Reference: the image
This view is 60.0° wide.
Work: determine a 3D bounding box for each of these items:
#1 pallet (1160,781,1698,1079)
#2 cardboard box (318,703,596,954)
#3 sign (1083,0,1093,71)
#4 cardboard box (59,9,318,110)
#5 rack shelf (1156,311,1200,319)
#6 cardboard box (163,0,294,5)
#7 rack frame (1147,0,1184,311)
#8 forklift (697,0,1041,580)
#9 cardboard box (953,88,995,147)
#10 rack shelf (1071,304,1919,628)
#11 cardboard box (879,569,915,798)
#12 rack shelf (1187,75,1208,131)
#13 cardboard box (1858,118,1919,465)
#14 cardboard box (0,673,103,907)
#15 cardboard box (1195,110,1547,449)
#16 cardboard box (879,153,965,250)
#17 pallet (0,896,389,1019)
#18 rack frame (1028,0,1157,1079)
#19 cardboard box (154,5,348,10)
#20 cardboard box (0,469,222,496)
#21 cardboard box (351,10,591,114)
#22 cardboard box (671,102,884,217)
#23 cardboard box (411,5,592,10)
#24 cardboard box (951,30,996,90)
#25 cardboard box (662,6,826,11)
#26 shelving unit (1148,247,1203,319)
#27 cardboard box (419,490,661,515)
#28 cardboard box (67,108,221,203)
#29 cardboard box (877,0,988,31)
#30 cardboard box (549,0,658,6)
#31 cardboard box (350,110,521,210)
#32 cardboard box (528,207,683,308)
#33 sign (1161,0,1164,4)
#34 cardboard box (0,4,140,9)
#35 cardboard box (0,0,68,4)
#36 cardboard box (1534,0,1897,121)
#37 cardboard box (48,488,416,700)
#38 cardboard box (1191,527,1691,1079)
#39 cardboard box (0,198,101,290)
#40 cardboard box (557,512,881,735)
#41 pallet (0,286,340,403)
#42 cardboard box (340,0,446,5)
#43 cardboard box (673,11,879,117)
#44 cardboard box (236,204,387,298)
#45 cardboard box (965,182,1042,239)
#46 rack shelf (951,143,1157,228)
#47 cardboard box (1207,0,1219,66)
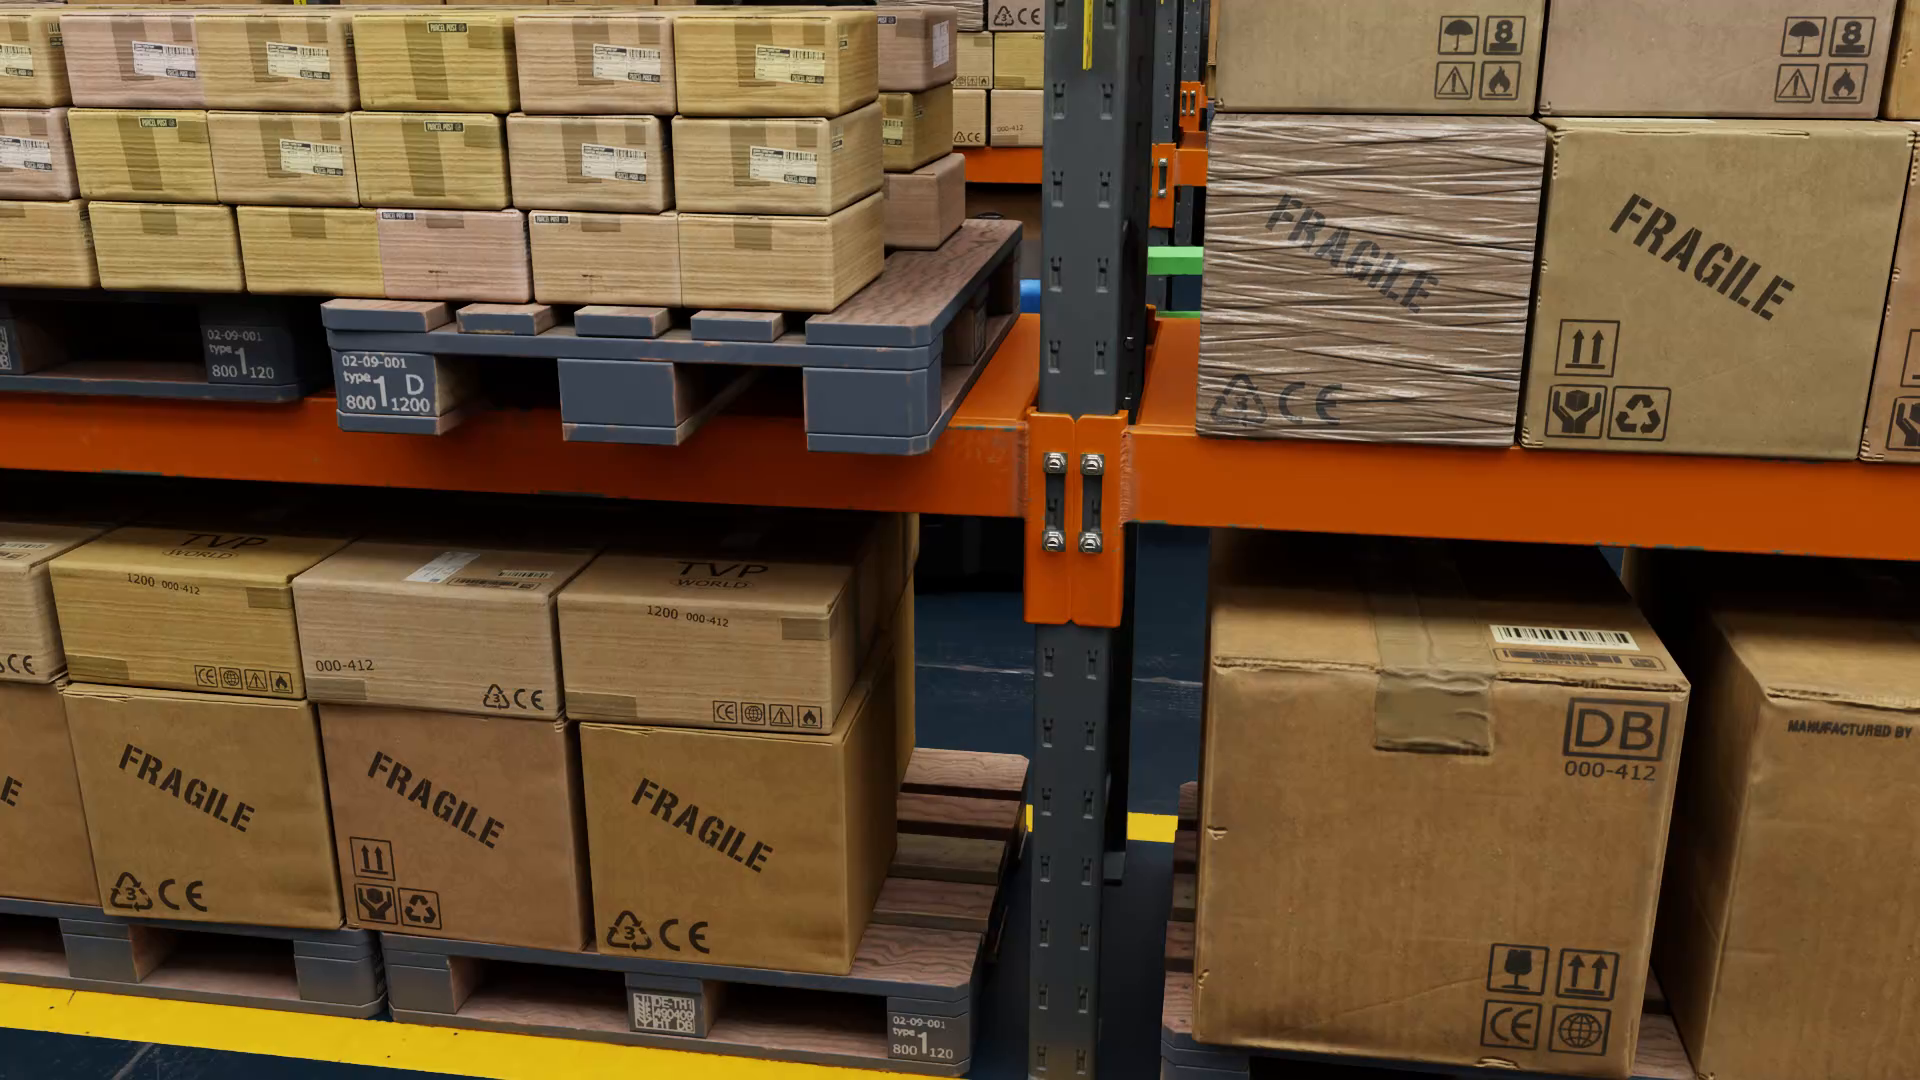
[{"bbox_3d":[1.037,0.855,3.414,1.213,0.211,1.003,3,19,9],"label":"pallet"},{"bbox_3d":[-0.932,0.477,3.427,0.500,0.500,0.500,4,19,11],"label":"cardboard box"},{"bbox_3d":[0.194,-0.871,2.480,0.005,0.325,0.100,3,19,9],"label":"sign"},{"bbox_3d":[-1.293,-0.826,2.842,0.250,0.149,0.380,3,19,9],"label":"cardboard box"},{"bbox_3d":[0.771,-0.756,6.116,0.480,0.148,0.258,0,18,0],"label":"rack shelf"},{"bbox_3d":[-3.503,-2.746,8.050,0.500,0.500,0.500,3,19,8],"label":"cardboard box"},{"bbox_3d":[0.956,-2.086,7.811,0.127,3.000,1.000,3,19,9],"label":"rack frame"},{"bbox_3d":[-1.009,-1.376,5.797,3.031,2.935,1.130,0,19,0],"label":"forklift"},{"bbox_3d":[-0.091,-1.980,7.730,0.500,0.250,0.500,3,19,10],"label":"cardboard box"},{"bbox_3d":[2.245,-0.089,2.974,4.000,0.370,1.077,3,19,9],"label":"rack shelf"},{"bbox_3d":[-0.387,0.340,3.836,0.500,0.500,0.500,2,19,6],"label":"cardboard box"},{"bbox_3d":[3.714,-3.200,12.272,4.000,0.370,1.077,3,19,9],"label":"rack shelf"},{"bbox_3d":[1.672,-0.420,2.675,0.500,0.500,0.500,3,19,9],"label":"cardboard box"},{"bbox_3d":[-1.949,0.423,3.589,0.500,0.500,0.500,3,19,10],"label":"cardboard box"},{"bbox_3d":[0.671,-0.471,2.825,0.500,0.500,0.500,3,19,9],"label":"cardboard box"},{"bbox_3d":[-0.139,-0.696,3.390,0.250,0.149,0.380,3,19,8],"label":"cardboard box"},{"bbox_3d":[-1.702,0.690,3.908,1.213,0.211,1.003,3,19,9],"label":"pallet"},{"bbox_3d":[0.271,-0.530,3.161,0.127,3.000,1.000,3,19,9],"label":"rack frame"},{"bbox_3d":[-1.453,-1.042,3.487,0.250,0.149,0.380,3,19,10],"label":"cardboard box"},{"bbox_3d":[-1.874,-0.091,3.942,0.500,0.250,0.500,2,19,6],"label":"cardboard box"},{"bbox_3d":[-0.792,-0.800,2.763,0.250,0.149,0.380,4,19,10],"label":"cardboard box"},{"bbox_3d":[-0.289,-0.634,2.735,0.250,0.149,0.380,3,19,10],"label":"cardboard box"},{"bbox_3d":[-0.923,-1.016,3.410,0.250,0.149,0.380,2,19,6],"label":"cardboard box"},{"bbox_3d":[-0.069,-2.222,7.664,0.500,0.250,0.500,2,19,7],"label":"cardboard box"},{"bbox_3d":[-0.421,-0.989,3.328,0.250,0.149,0.380,2,19,7],"label":"cardboard box"},{"bbox_3d":[0.771,-0.589,6.172,0.503,1.200,0.258,0,18,0],"label":"shelving unit"},{"bbox_3d":[-0.872,-0.036,3.778,0.500,0.250,0.500,3,19,8],"label":"cardboard box"},{"bbox_3d":[-1.306,-0.685,2.888,0.250,0.149,0.380,3,19,8],"label":"cardboard box"},{"bbox_3d":[-0.104,-2.575,7.539,0.500,0.500,0.500,3,19,10],"label":"cardboard box"},{"bbox_3d":[-1.603,-2.654,7.774,0.500,0.500,0.500,2,19,7],"label":"cardboard box"},{"bbox_3d":[-0.813,-0.659,2.810,0.250,0.149,0.380,3,19,10],"label":"cardboard box"},{"bbox_3d":[-0.534,-0.504,2.817,0.250,0.149,0.380,3,19,9],"label":"cardboard box"},{"bbox_3d":[0.871,-2.461,7.107,0.005,0.325,0.100,3,19,9],"label":"sign"},{"bbox_3d":[-1.965,-1.069,3.567,0.250,0.149,0.380,2,19,6],"label":"cardboard box"},{"bbox_3d":[-4.507,-2.797,8.202,0.500,0.500,0.500,3,19,9],"label":"cardboard box"},{"bbox_3d":[1.212,-1.001,2.835,0.500,0.500,0.700,3,19,8],"label":"cardboard box"},{"bbox_3d":[-1.446,0.096,3.386,0.500,0.250,0.500,3,19,10],"label":"cardboard box"},{"bbox_3d":[0.858,0.396,3.275,0.750,0.750,1.050,3,19,8],"label":"cardboard box"},{"bbox_3d":[-1.555,-0.557,2.976,0.250,0.149,0.380,3,19,10],"label":"cardboard box"},{"bbox_3d":[-0.446,0.148,3.229,0.500,0.250,0.500,2,19,7],"label":"cardboard box"},{"bbox_3d":[-1.690,-0.526,3.451,1.213,0.211,1.003,3,19,9],"label":"pallet"},{"bbox_3d":[-2.604,-2.697,7.903,0.500,0.500,0.500,3,19,9],"label":"cardboard box"},{"bbox_3d":[-0.286,-0.774,2.684,0.250,0.149,0.380,2,19,6],"label":"cardboard box"},{"bbox_3d":[-1.034,-0.531,2.896,0.250,0.149,0.380,3,19,8],"label":"cardboard box"},{"bbox_3d":[0.287,-1.339,8.263,0.875,0.875,0.875,3,19,8],"label":"cardboard box"},{"bbox_3d":[-1.019,-1.846,8.226,4.000,0.370,1.077,3,19,9],"label":"rack shelf"},{"bbox_3d":[1.364,-2.379,7.397,0.500,0.500,0.500,2,19,7],"label":"cardboard box"}]
